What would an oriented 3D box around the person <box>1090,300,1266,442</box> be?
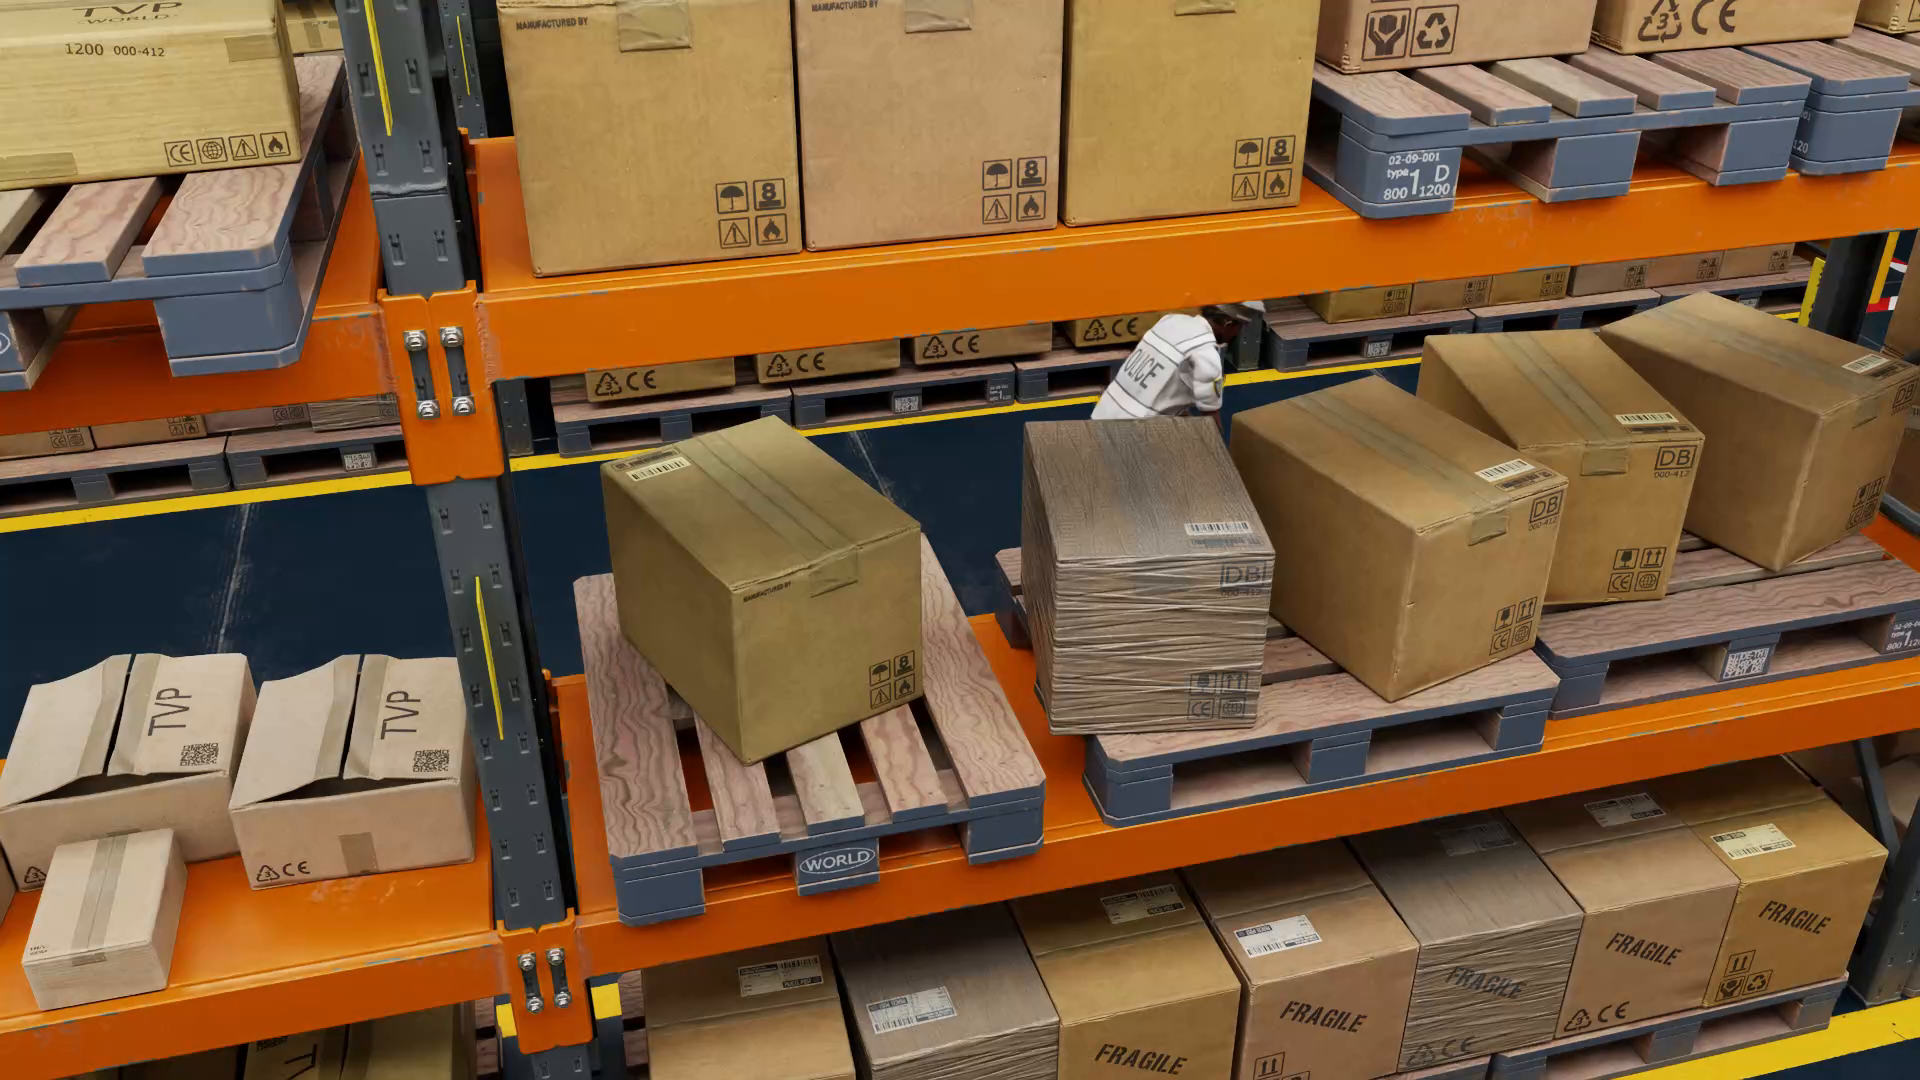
[{"bbox_3d":[0.929,-0.475,7.275,0.741,1.331,0.496,-8,31,-13],"label":"person"}]
